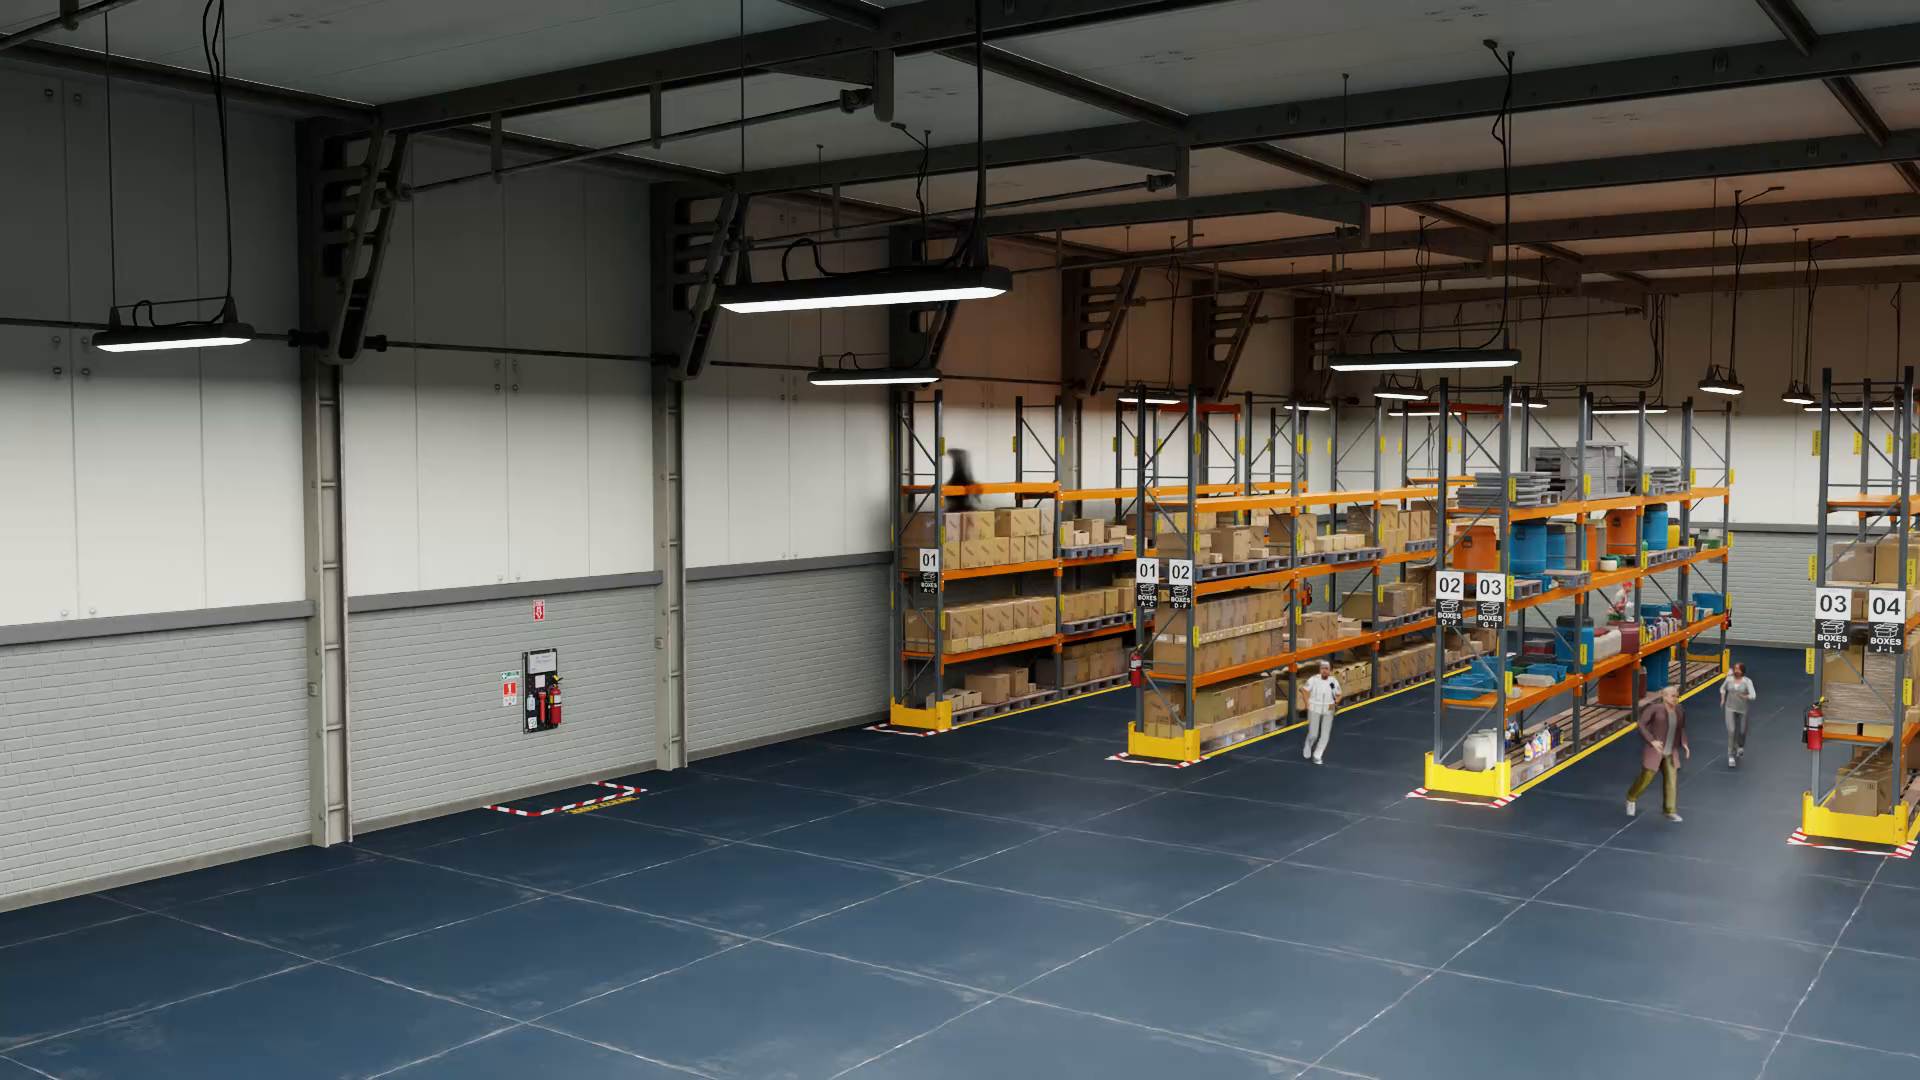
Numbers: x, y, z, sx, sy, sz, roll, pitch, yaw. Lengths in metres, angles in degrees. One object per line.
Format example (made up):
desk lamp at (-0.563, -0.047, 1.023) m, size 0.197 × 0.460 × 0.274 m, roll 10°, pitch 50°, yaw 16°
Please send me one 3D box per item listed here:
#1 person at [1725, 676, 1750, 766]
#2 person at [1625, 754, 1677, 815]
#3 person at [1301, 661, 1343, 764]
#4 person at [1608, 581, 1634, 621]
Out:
person at (12.225, 2.826, 26.157) m, size 0.348 × 1.355 × 0.888 m, roll 1°, pitch 4°, yaw 25°
person at (9.298, 3.134, 22.220) m, size 0.447 × 1.013 × 0.844 m, roll -1°, pitch 3°, yaw -9°
person at (5.716, 2.715, 26.222) m, size 0.631 × 1.616 × 0.511 m, roll 0°, pitch 3°, yaw 5°
person at (16.136, 1.867, 40.851) m, size 0.970 × 1.776 × 0.679 m, roll 3°, pitch 4°, yaw 43°
